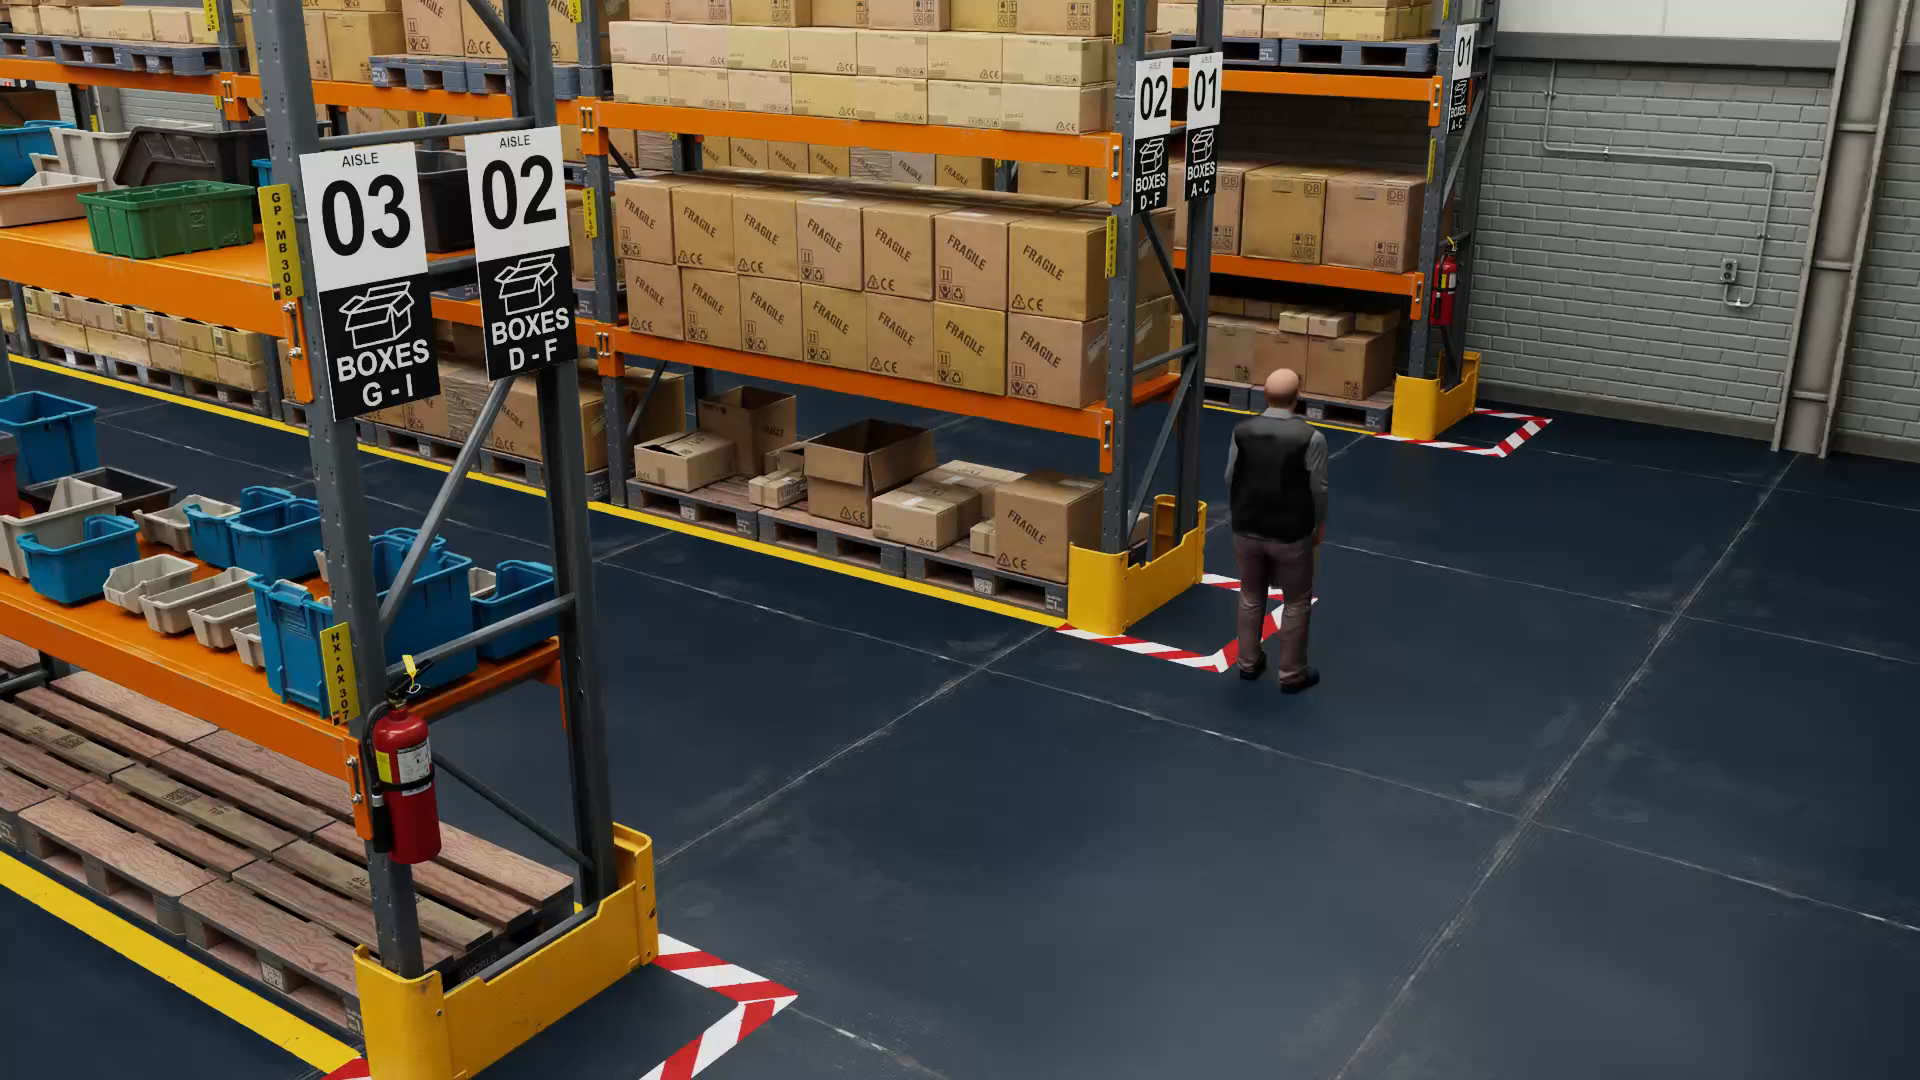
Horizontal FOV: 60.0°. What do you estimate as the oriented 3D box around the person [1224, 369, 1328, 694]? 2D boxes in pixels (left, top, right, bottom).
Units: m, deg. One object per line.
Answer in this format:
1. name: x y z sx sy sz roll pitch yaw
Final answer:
1. person: 1.656 -0.054 8.749 0.556 1.726 0.471 11 23 29
